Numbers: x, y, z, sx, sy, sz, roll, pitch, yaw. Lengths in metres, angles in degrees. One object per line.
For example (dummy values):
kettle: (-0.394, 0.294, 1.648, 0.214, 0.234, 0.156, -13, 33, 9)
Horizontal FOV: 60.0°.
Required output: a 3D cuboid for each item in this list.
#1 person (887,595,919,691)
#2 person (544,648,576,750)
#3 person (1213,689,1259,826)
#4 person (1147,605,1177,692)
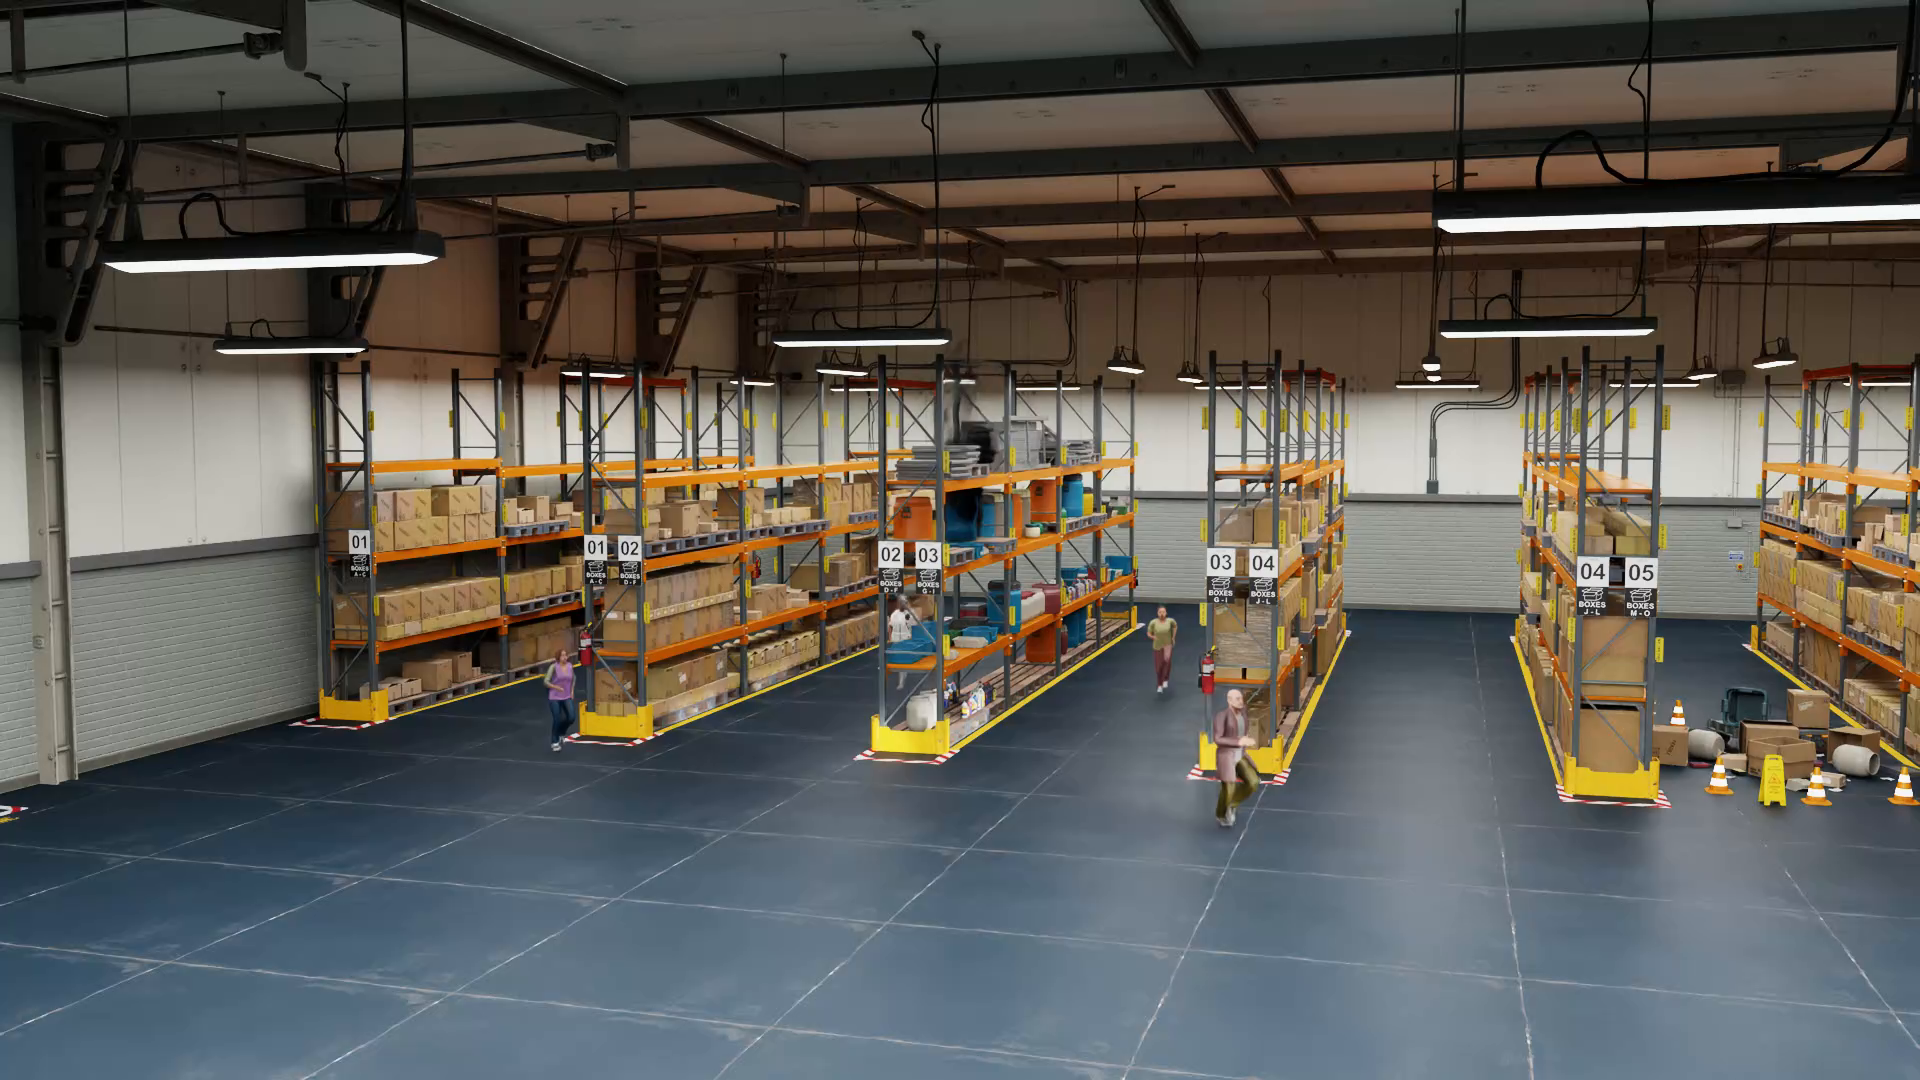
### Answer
person: (-0.997, 1.794, 29.405, 0.582, 1.676, 0.577, 1, 4, 13)
person: (-6.016, 2.415, 25.201, 0.577, 1.566, 0.584, -3, 5, -38)
person: (3.370, 2.673, 20.319, 0.759, 1.726, 0.793, -3, 5, -33)
person: (3.656, 1.976, 30.150, 0.529, 1.634, 0.908, 1, 4, 13)
